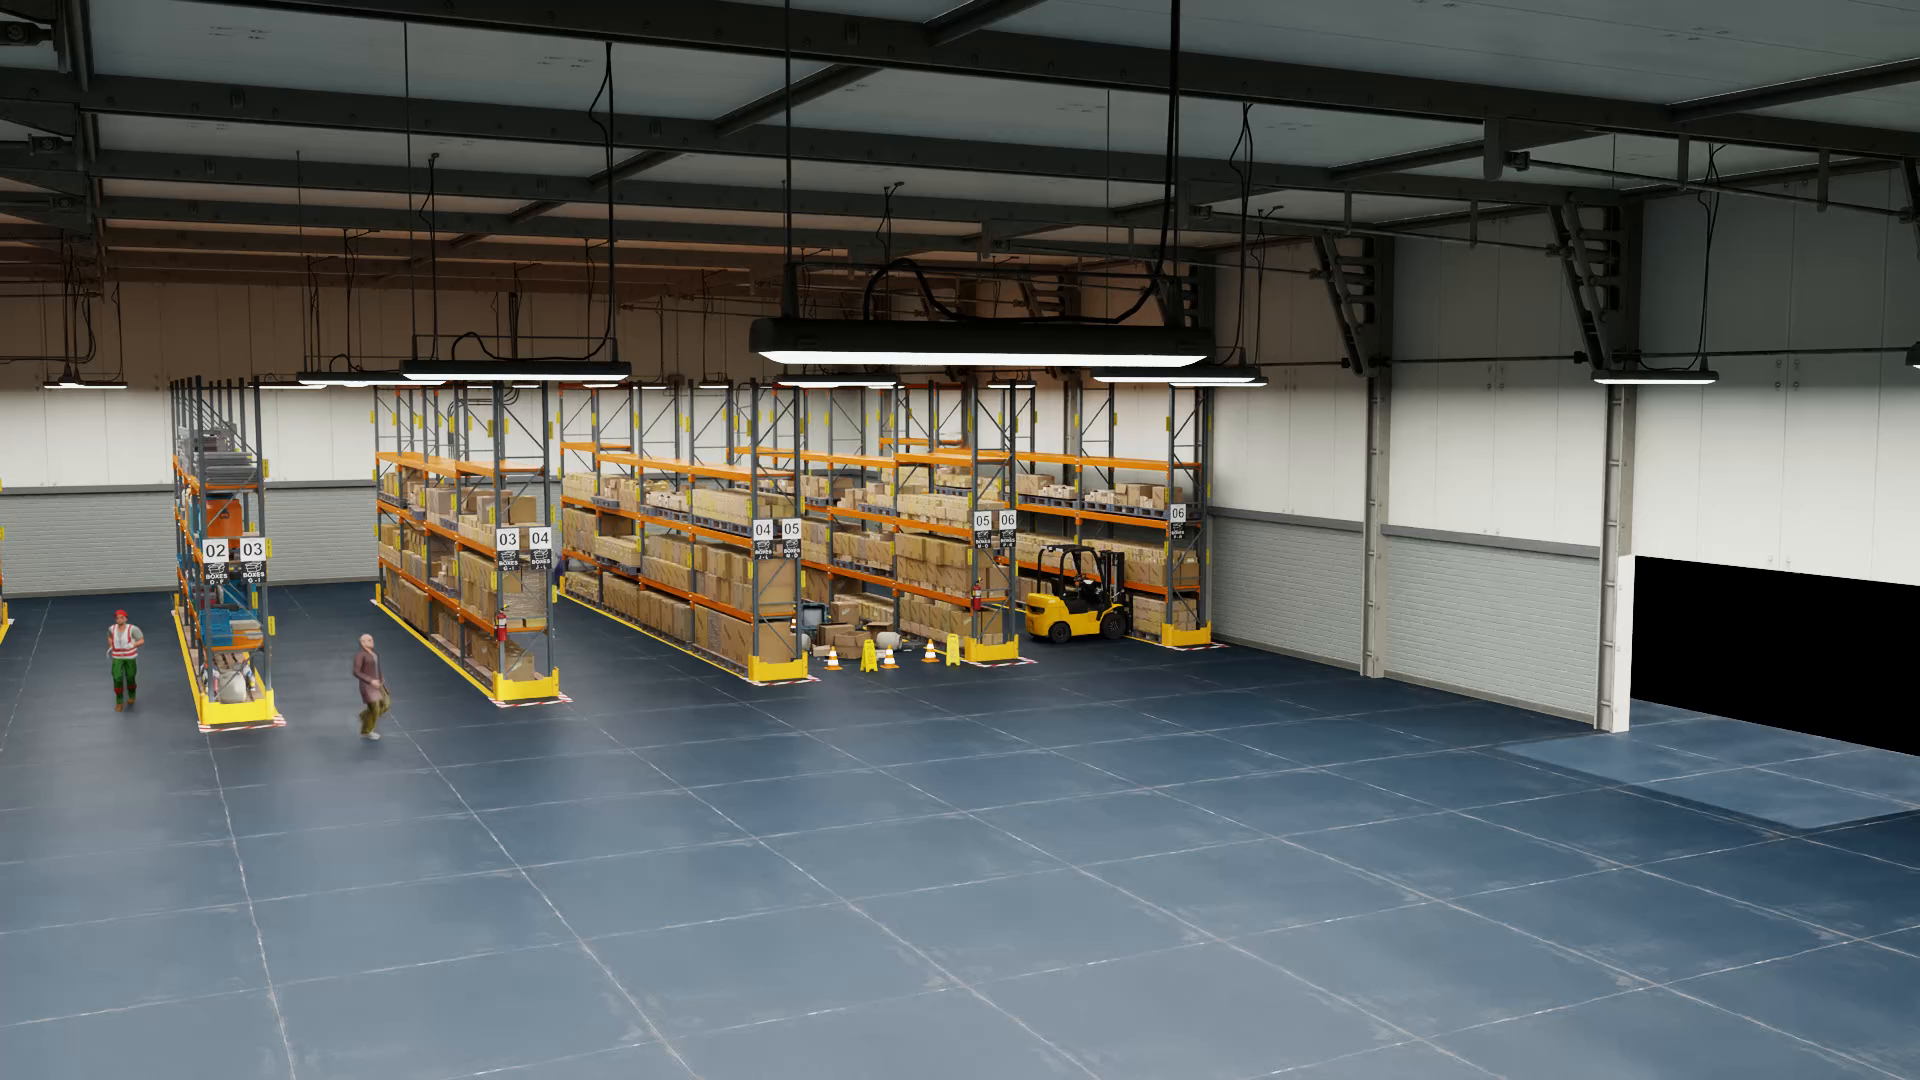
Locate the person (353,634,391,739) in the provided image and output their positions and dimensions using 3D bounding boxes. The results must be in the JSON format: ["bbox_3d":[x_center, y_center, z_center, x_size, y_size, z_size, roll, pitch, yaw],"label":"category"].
[{"bbox_3d":[-9.752,2.418,27.501,0.573,1.741,0.716,1,5,9],"label":"person"}]

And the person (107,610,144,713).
[{"bbox_3d":[-15.058,2.159,30.038,0.637,1.830,0.797,-1,5,-15],"label":"person"}]

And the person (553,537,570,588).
[{"bbox_3d":[-11.573,0.604,48.439,0.826,1.603,0.659,-2,5,-19],"label":"person"}]

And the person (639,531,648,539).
[{"bbox_3d":[-9.001,0.633,47.722,0.694,1.812,0.755,-3,6,-32],"label":"person"}]
